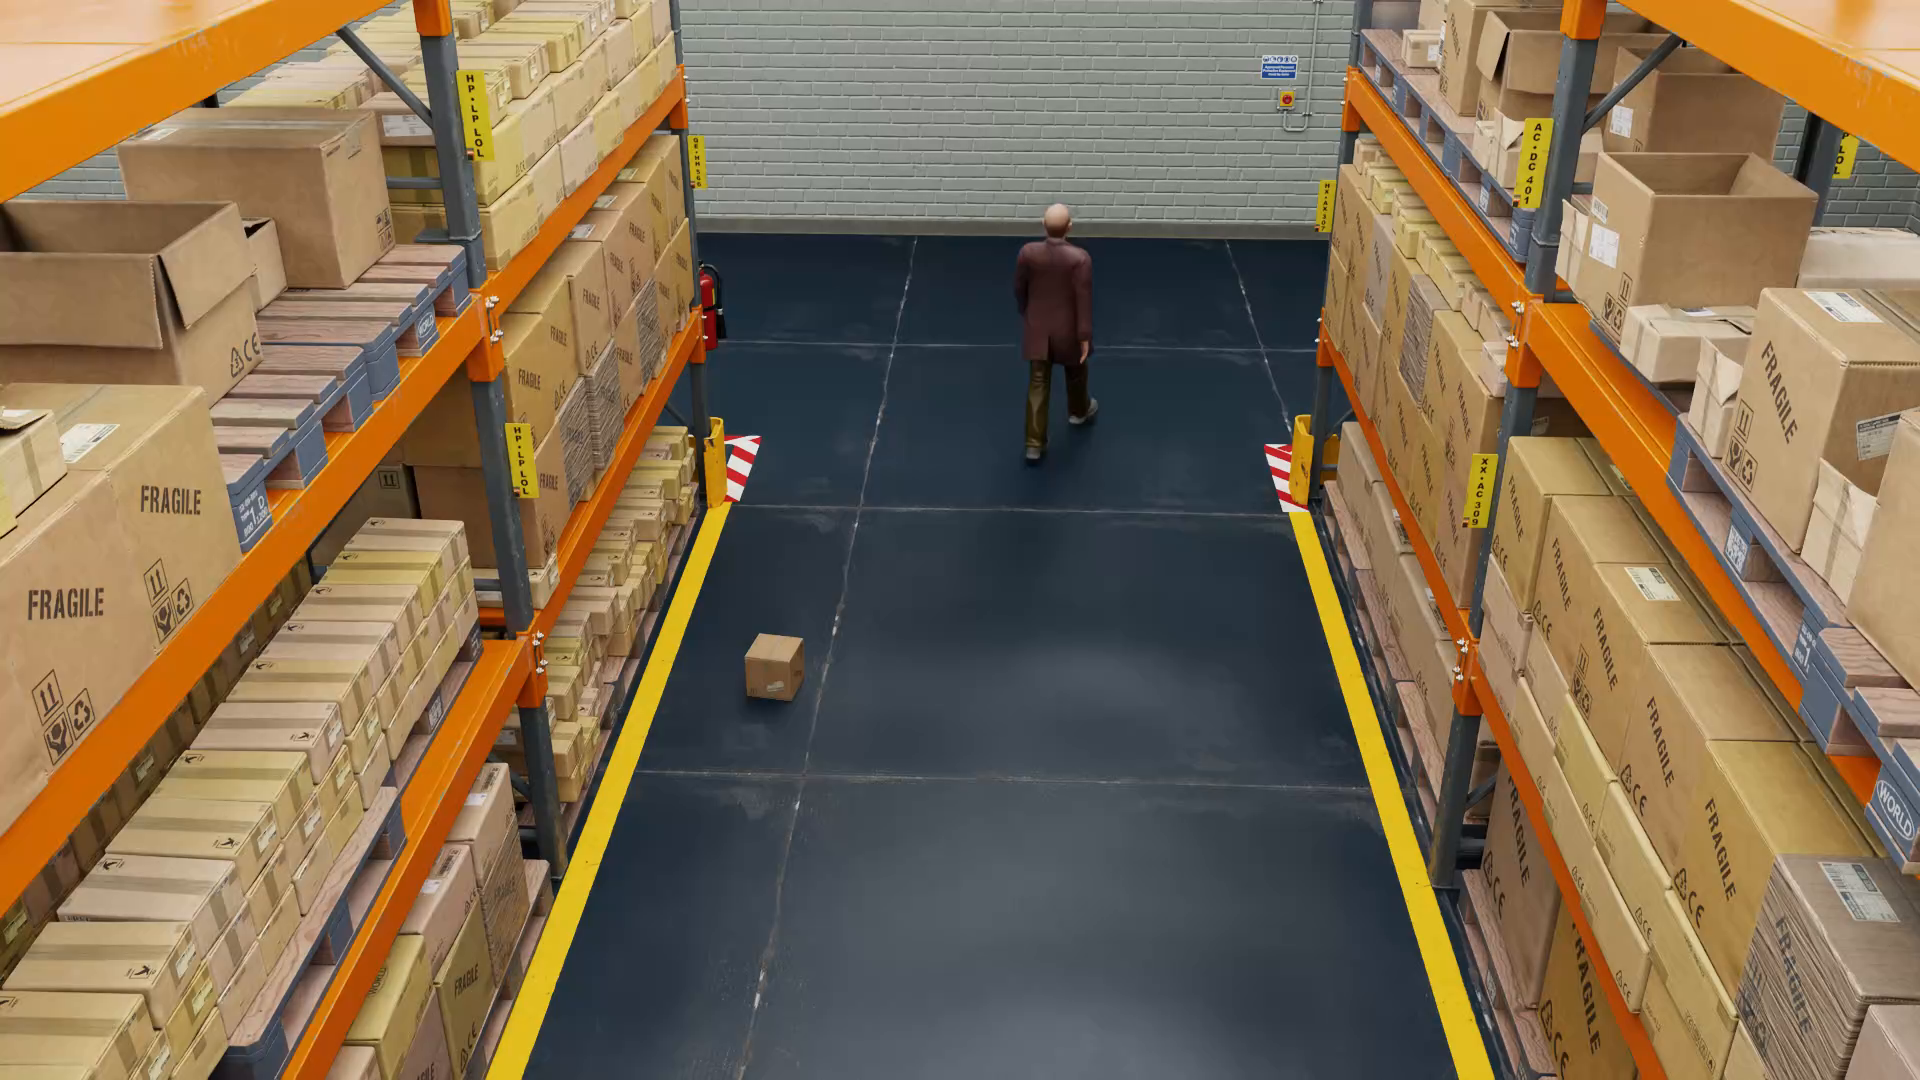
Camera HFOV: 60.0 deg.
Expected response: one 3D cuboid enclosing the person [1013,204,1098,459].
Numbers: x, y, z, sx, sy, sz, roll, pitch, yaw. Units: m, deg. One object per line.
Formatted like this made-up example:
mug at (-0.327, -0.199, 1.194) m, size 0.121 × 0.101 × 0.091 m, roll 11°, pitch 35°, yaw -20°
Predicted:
person at (0.680, -1.523, 11.522) m, size 0.602 × 1.730 × 1.056 m, roll 8°, pitch 29°, yaw 15°
